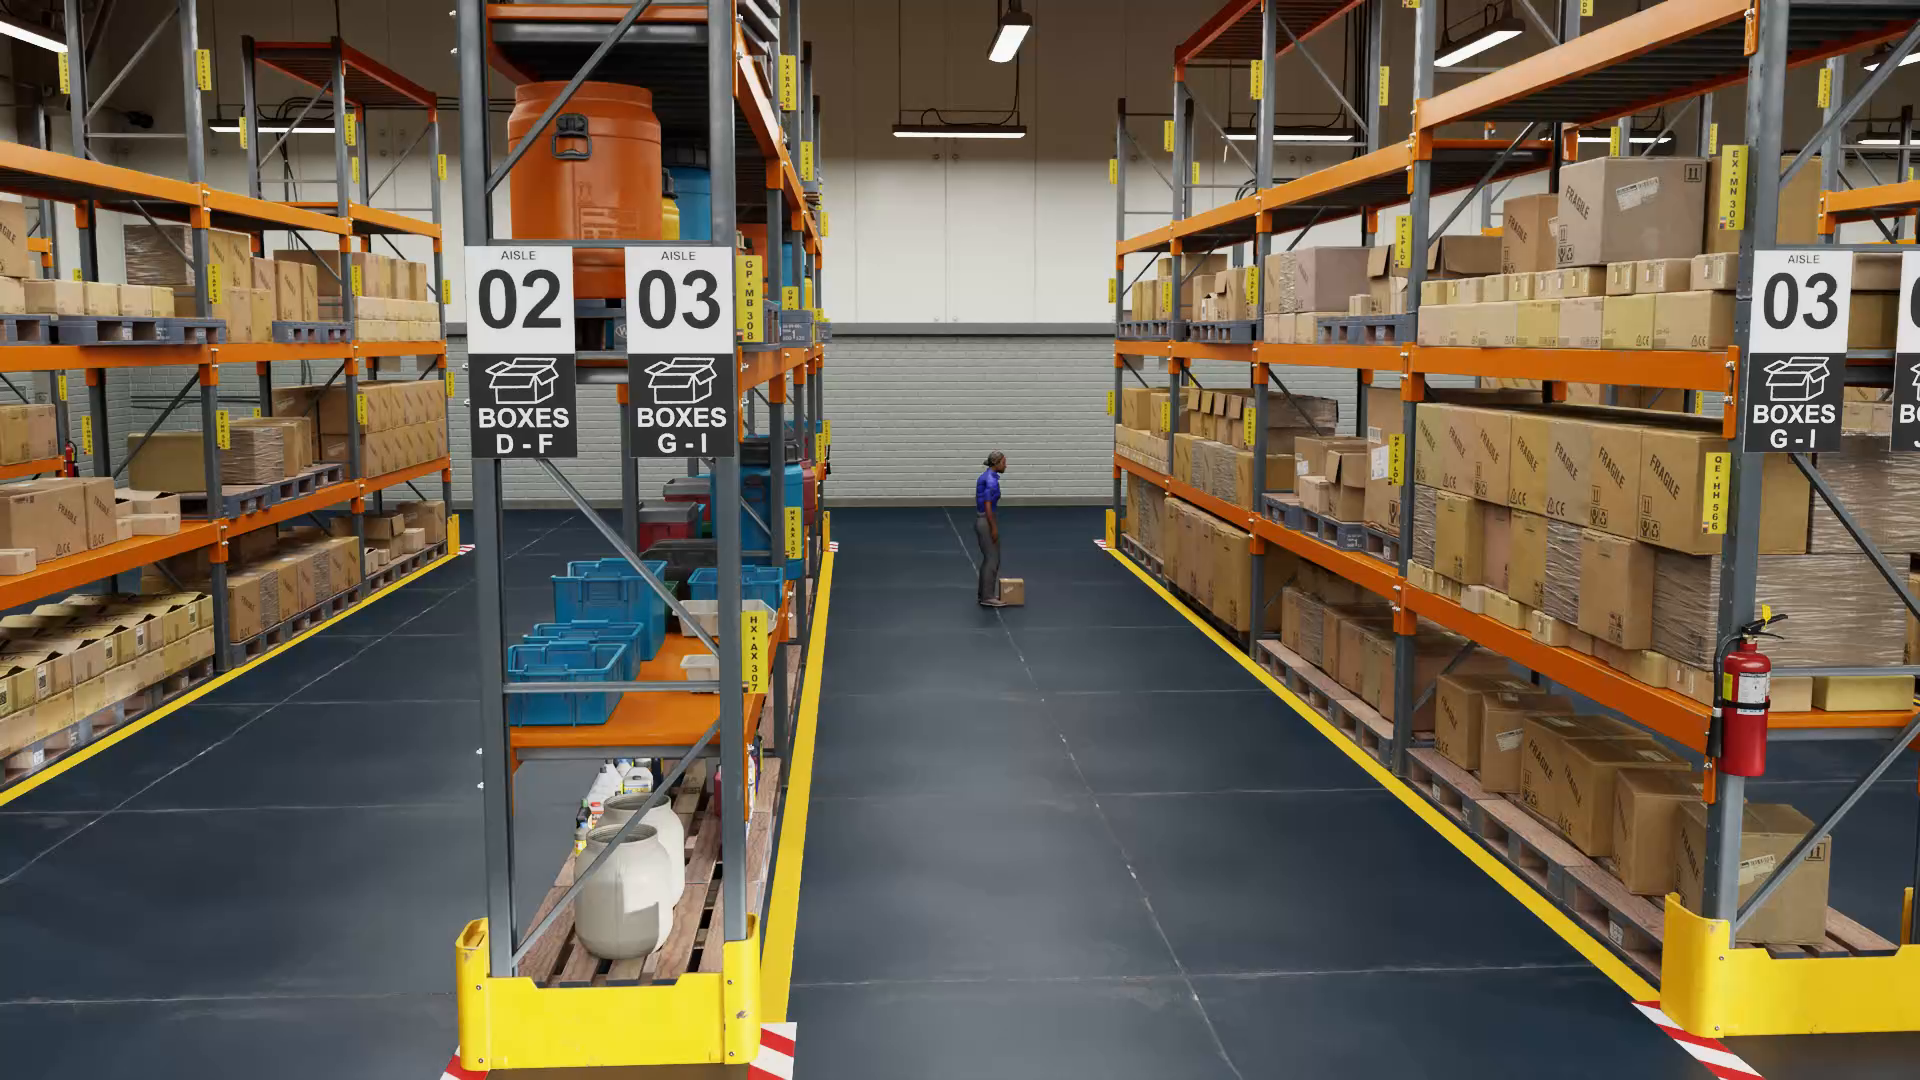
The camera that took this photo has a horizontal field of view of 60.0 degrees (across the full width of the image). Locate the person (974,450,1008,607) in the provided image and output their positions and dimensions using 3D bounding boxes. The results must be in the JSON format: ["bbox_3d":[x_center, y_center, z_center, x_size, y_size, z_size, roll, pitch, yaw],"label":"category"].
[{"bbox_3d":[0.328,-0.134,17.868,0.352,1.654,0.512,-1,7,-4],"label":"person"}]
